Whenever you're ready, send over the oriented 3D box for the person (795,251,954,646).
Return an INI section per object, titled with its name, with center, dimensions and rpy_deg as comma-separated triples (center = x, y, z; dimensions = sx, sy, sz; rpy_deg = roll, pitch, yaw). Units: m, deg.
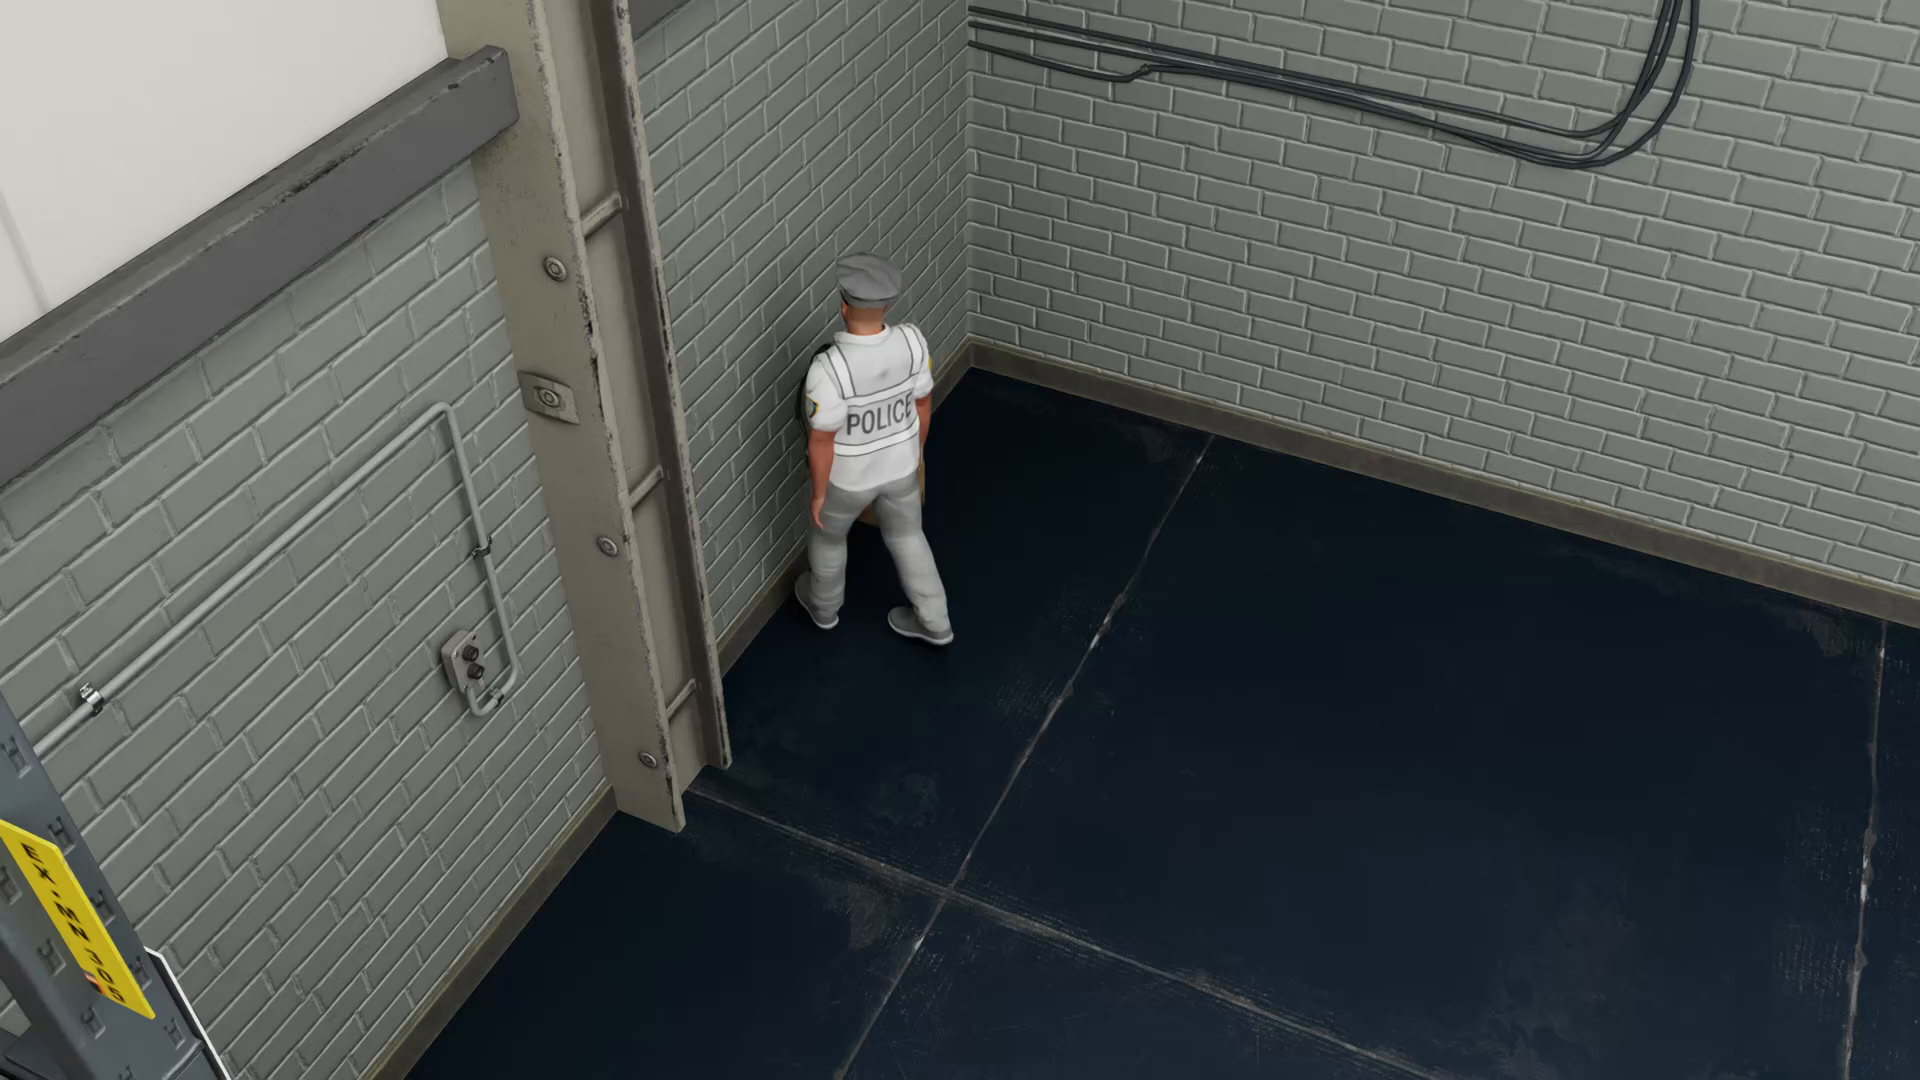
[person]
center = -0.376, -0.316, 6.496
dimensions = 0.563, 1.734, 0.708
rpy_deg = -22, 46, -23
